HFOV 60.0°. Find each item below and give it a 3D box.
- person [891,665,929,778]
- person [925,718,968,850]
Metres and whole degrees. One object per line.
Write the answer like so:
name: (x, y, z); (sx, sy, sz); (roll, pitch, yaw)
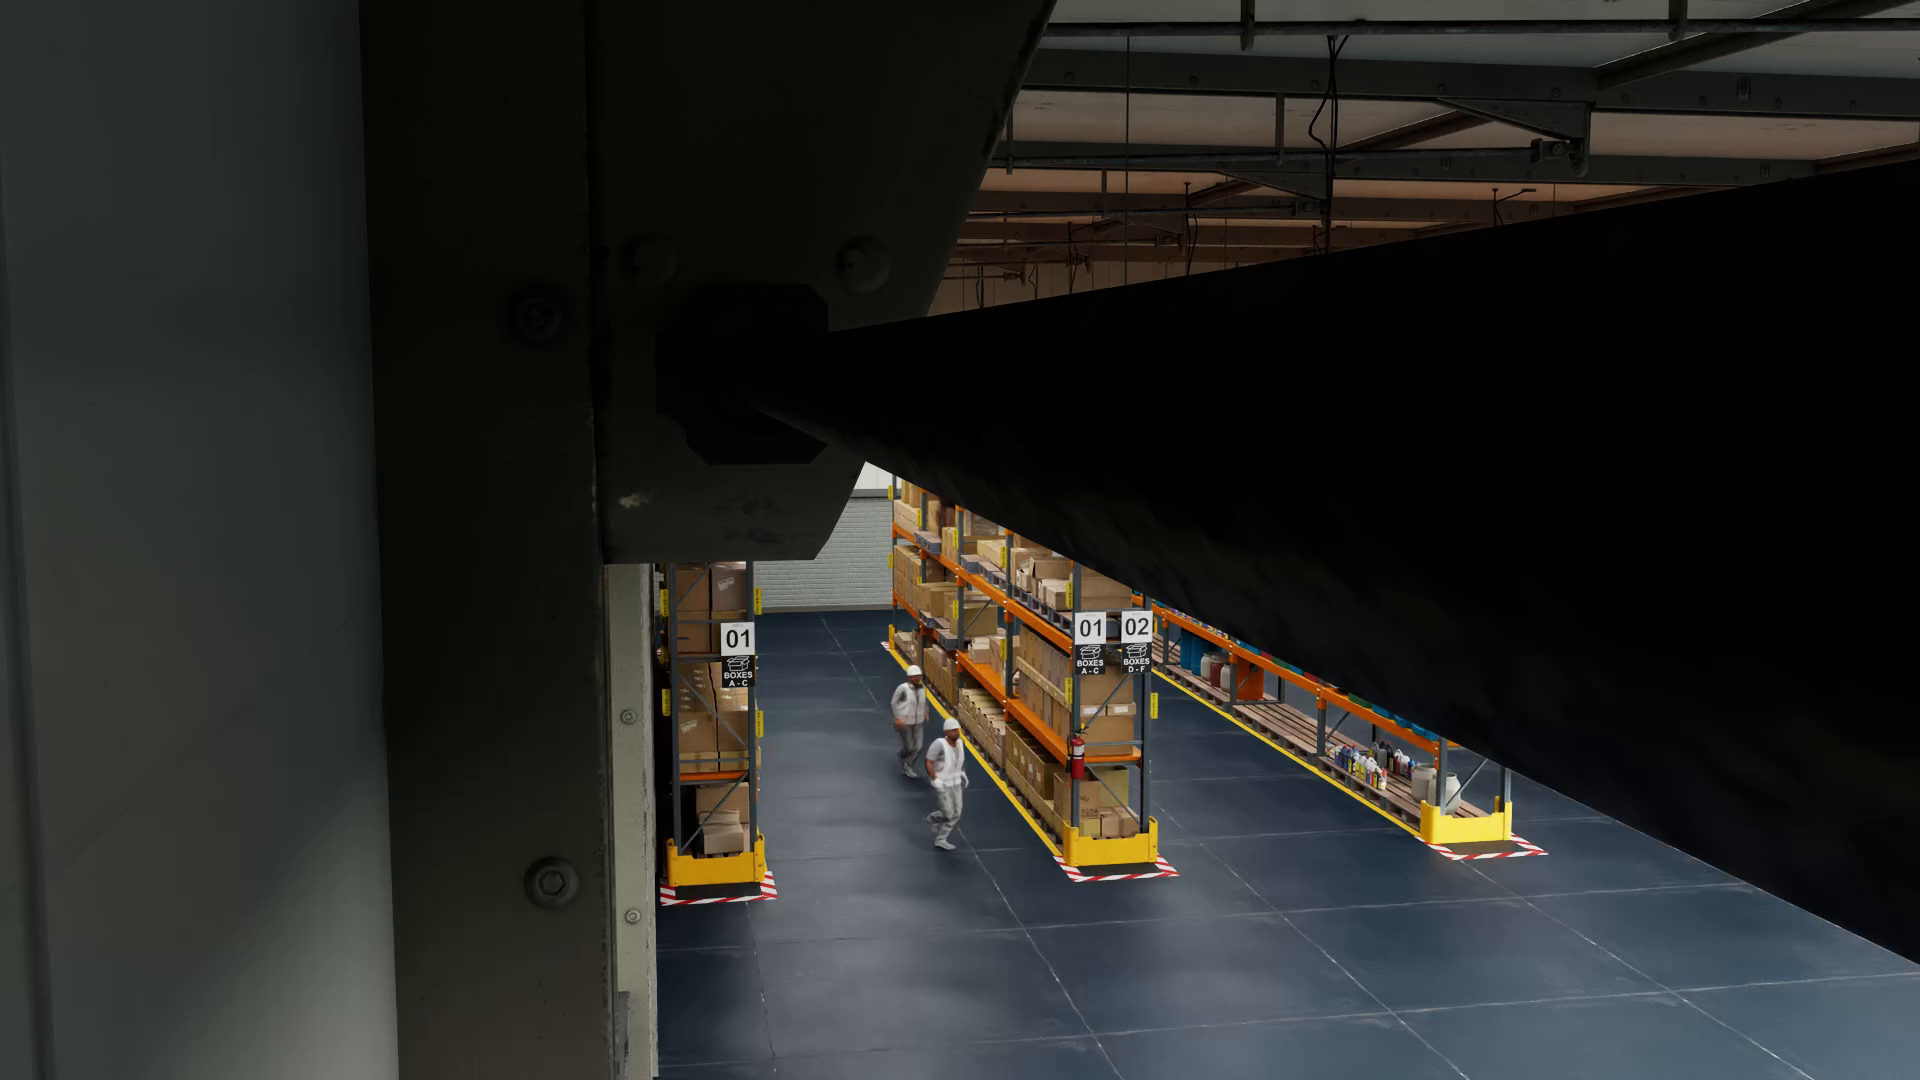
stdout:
person: (-0.774, 2.741, 25.368); (0.659, 1.720, 0.612); (-3, 7, -28)
person: (-0.221, 3.148, 21.611); (0.681, 1.722, 0.587); (-6, 8, -42)
